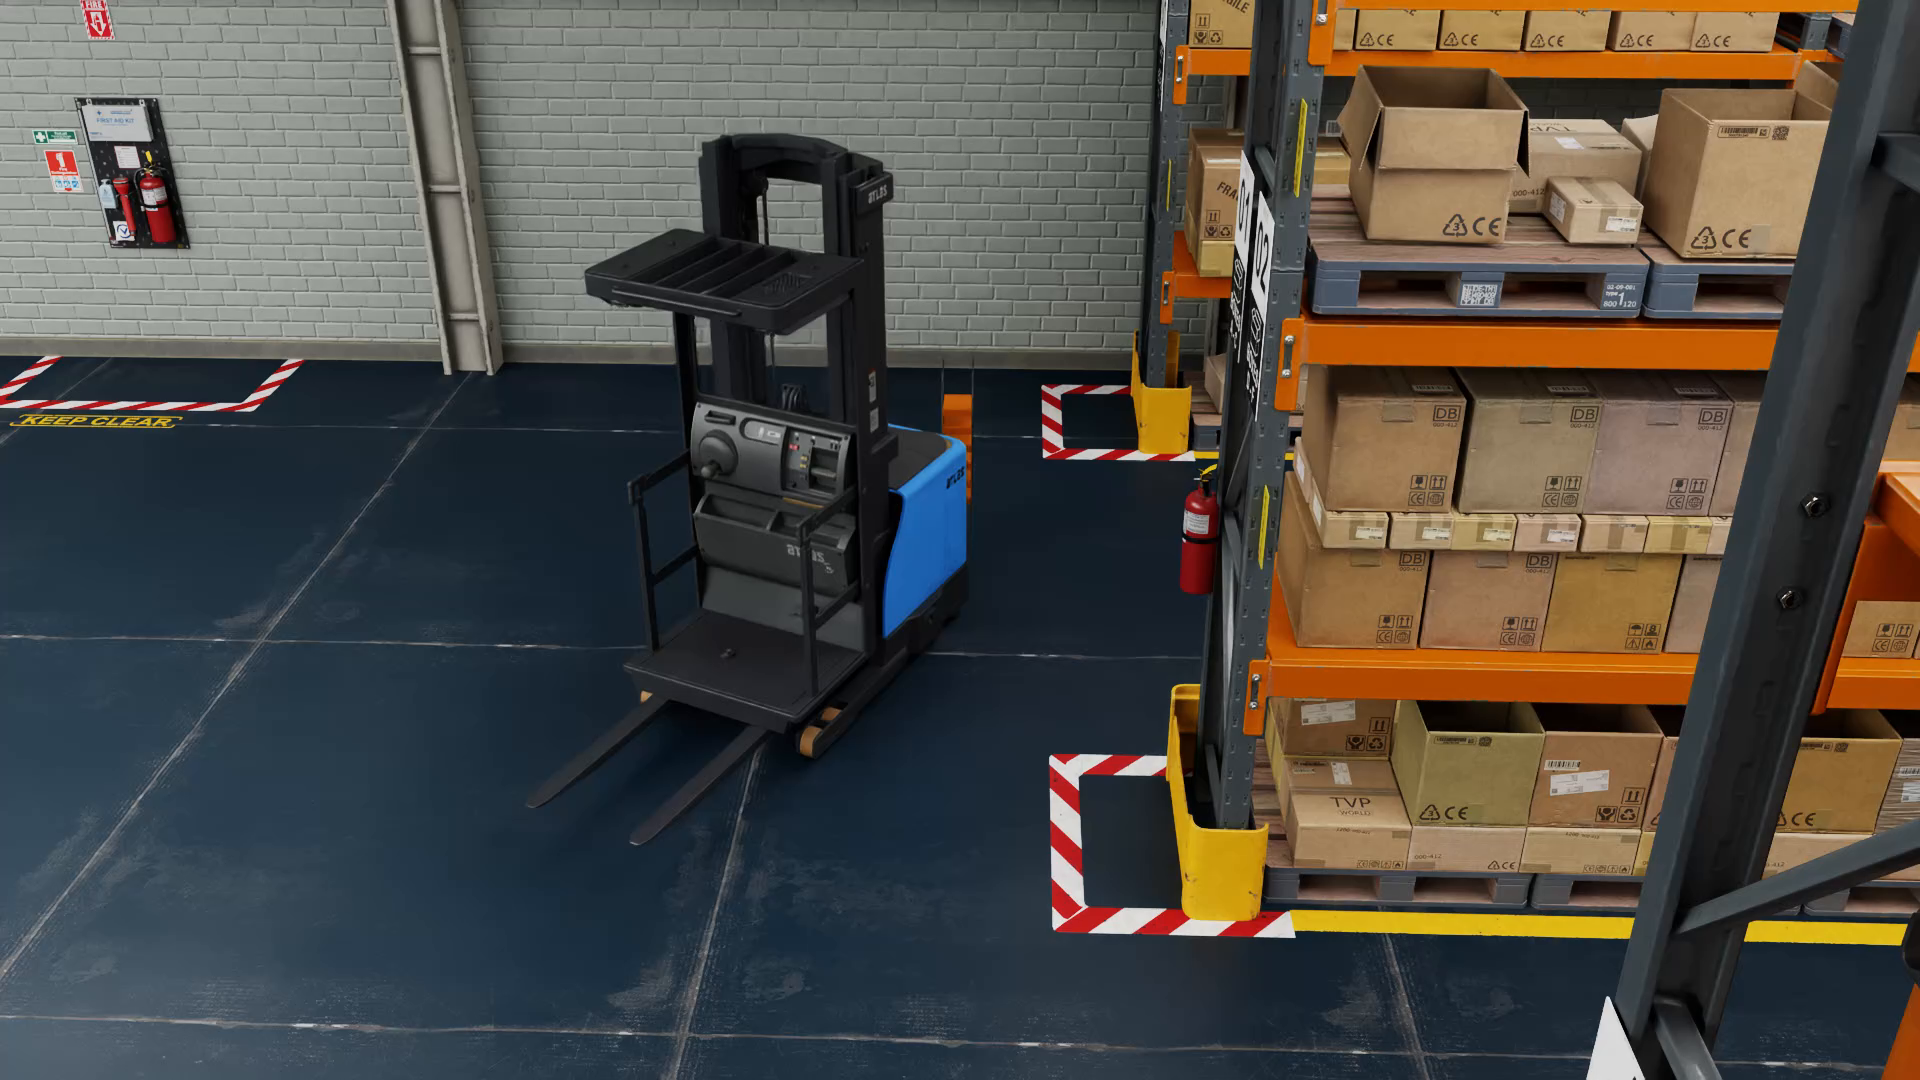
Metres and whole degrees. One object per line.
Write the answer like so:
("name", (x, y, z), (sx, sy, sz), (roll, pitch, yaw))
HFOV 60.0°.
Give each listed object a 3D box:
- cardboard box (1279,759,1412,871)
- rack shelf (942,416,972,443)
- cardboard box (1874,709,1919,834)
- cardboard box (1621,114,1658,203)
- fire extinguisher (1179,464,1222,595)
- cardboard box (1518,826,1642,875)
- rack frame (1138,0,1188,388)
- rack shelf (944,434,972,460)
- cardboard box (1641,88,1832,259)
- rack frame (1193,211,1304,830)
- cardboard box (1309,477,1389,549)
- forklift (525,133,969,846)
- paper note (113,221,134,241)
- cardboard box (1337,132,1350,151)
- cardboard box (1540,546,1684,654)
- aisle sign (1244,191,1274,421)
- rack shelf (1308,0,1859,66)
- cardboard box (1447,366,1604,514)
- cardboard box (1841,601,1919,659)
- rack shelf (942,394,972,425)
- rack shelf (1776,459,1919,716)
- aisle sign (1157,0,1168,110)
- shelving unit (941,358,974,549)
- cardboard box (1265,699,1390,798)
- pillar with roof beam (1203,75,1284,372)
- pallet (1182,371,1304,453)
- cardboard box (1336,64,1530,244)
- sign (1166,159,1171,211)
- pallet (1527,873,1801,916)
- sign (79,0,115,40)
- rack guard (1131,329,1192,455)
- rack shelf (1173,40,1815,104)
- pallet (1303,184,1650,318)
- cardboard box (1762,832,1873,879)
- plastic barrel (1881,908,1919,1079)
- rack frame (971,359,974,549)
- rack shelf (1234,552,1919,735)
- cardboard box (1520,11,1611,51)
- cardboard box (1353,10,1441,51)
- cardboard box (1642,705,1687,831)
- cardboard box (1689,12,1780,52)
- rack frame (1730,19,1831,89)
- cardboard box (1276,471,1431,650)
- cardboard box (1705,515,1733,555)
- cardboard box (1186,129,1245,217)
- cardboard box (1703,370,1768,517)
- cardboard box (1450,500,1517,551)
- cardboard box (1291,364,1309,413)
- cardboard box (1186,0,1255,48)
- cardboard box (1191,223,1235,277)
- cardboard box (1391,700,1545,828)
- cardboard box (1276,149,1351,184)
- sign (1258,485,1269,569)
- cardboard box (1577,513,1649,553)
("cardboard box", (1.751, 1.251, 7.601), (0.500, 0.250, 0.500), (1, 28, 2))
("rack shelf", (-0.014, -0.703, 10.303), (0.180, 0.103, 0.258), (1, 28, 2))
("cardboard box", (4.249, 0.953, 7.361), (0.500, 0.500, 0.500), (1, 28, 2))
("cardboard box", (2.938, -1.520, 6.635), (0.500, 0.311, 0.500), (4, 28, 8))
("fire extinguisher", (1.121, -0.077, 7.701), (0.183, 0.674, 0.296), (1, 28, 2))
("cardboard box", (2.750, 1.266, 7.573), (0.500, 0.250, 0.500), (1, 28, 2))
("rack frame", (1.394, -2.211, 11.643), (0.127, 3.000, 1.000), (1, 28, 2))
("rack shelf", (-0.014, -0.597, 10.359), (0.180, 0.103, 0.258), (1, 28, 2))
("cardboard box", (2.872, -1.353, 6.118), (0.500, 0.500, 0.500), (1, 28, 2))
("rack frame", (1.222, 0.108, 7.269), (0.127, 3.000, 1.000), (1, 28, 2))
("cardboard box", (1.607, -0.115, 6.891), (0.250, 0.149, 0.380), (1, 28, 1))
("forklift", (-1.067, -0.409, 8.317), (1.130, 2.935, 3.031), (13, 31, 24))
("paper note", (-6.515, -2.408, 12.955), (0.142, 0.148, 0.016), (1, 28, 2))
("cardboard box", (2.892, -2.557, 11.634), (0.500, 0.500, 0.500), (0, 28, 0))
("cardboard box", (2.710, 0.095, 7.187), (0.500, 0.500, 0.700), (1, 28, 2))
("aisle sign", (1.146, -0.898, 6.391), (0.004, 0.787, 0.394), (1, 28, 2))
("rack shelf", (3.221, -2.015, 6.063), (4.000, 0.370, 1.077), (1, 28, 2))
("cardboard box", (2.267, -0.488, 6.902), (0.500, 0.500, 0.700), (0, 28, 0))
("cardboard box", (3.748, 0.110, 7.159), (0.500, 0.500, 0.700), (1, 28, 3))
("rack shelf", (-0.014, -0.809, 10.247), (0.180, 0.103, 0.258), (1, 28, 2))
("rack shelf", (3.043, 0.304, 1.690), (4.000, 0.370, 1.077), (1, 28, 2))
("aisle sign", (1.311, -3.220, 10.771), (0.004, 0.787, 0.394), (1, 28, 2))
("shelving unit", (-0.014, -0.530, 10.395), (0.189, 1.200, 0.258), (1, 28, 2))
("cardboard box", (1.769, 1.008, 8.058), (0.500, 0.250, 0.500), (1, 28, 2))
("pillar with roof beam", (1.972, -3.239, 7.178), (0.400, 9.000, 9.100), (1, 28, 2))
("pallet", (2.280, -0.947, 12.237), (1.213, 0.211, 1.003), (1, 28, 2))
("cardboard box", (1.797, -1.499, 6.389), (0.637, 0.503, 0.797), (3, 28, 5))
("sign", (1.375, -2.339, 10.961), (0.005, 0.325, 0.100), (1, 28, 2))
("pallet", (3.204, 1.355, 7.894), (1.213, 0.211, 1.003), (1, 28, 2))
("sign", (-6.346, -3.833, 12.228), (0.199, 0.298, 0.001), (1, 28, 2))
("rack guard", (1.469, -1.105, 12.226), (0.348, 0.500, 1.175), (1, 28, 2))
("rack shelf", (3.392, -3.185, 11.046), (4.000, 0.370, 1.077), (1, 28, 2))
("pallet", (1.928, -1.154, 6.542), (1.213, 0.211, 1.003), (1, 28, 2))
("cardboard box", (3.749, 1.284, 7.538), (0.500, 0.250, 0.500), (1, 28, 2))
("plastic barrel", (1.534, 0.675, 2.091), (0.708, 0.830, 0.600), (1, 28, 2))
("rack frame", (0.077, -0.529, 10.392), (0.006, 1.200, 0.240), (1, 28, 2))
("rack shelf", (3.221, 0.459, 7.375), (4.000, 0.370, 1.077), (1, 28, 2))
("cardboard box", (3.818, -3.421, 10.596), (0.500, 0.500, 0.500), (0, 28, 0))
("cardboard box", (2.773, -3.434, 10.620), (0.500, 0.500, 0.500), (2, 28, 4))
("cardboard box", (3.249, 0.945, 7.376), (0.500, 0.500, 0.500), (1, 28, 2))
("cardboard box", (4.875, -3.415, 10.585), (0.500, 0.500, 0.500), (2, 28, 3))
("rack frame", (5.391, -2.144, 11.518), (0.127, 3.000, 1.000), (1, 28, 2))
("cardboard box", (1.689, 0.078, 7.219), (0.500, 0.500, 0.700), (1, 28, 2))
("cardboard box", (3.143, -0.089, 6.842), (0.250, 0.149, 0.380), (1, 28, 2))
("cardboard box", (1.872, -2.576, 11.671), (0.500, 0.500, 0.500), (1, 28, 1))
("cardboard box", (3.272, -0.472, 6.872), (0.500, 0.500, 0.700), (1, 28, 2))
("cardboard box", (2.120, -0.107, 6.876), (0.250, 0.149, 0.380), (1, 28, 2))
("cardboard box", (2.652, -1.154, 12.051), (0.500, 0.311, 0.500), (3, 28, 6))
("cardboard box", (1.719, -3.466, 10.681), (0.500, 0.500, 0.500), (2, 28, 3))
("cardboard box", (1.870, -1.996, 11.378), (0.500, 0.250, 0.500), (0, 28, 0))
("cardboard box", (2.250, 0.927, 7.412), (0.500, 0.500, 0.500), (1, 28, 2))
("cardboard box", (2.354, -2.323, 11.193), (0.500, 0.500, 0.500), (1, 28, 2))
("sign", (1.197, -0.050, 6.557), (0.005, 0.325, 0.100), (1, 28, 2))
("cardboard box", (2.639, -0.099, 6.860), (0.250, 0.149, 0.380), (0, 28, 0))
